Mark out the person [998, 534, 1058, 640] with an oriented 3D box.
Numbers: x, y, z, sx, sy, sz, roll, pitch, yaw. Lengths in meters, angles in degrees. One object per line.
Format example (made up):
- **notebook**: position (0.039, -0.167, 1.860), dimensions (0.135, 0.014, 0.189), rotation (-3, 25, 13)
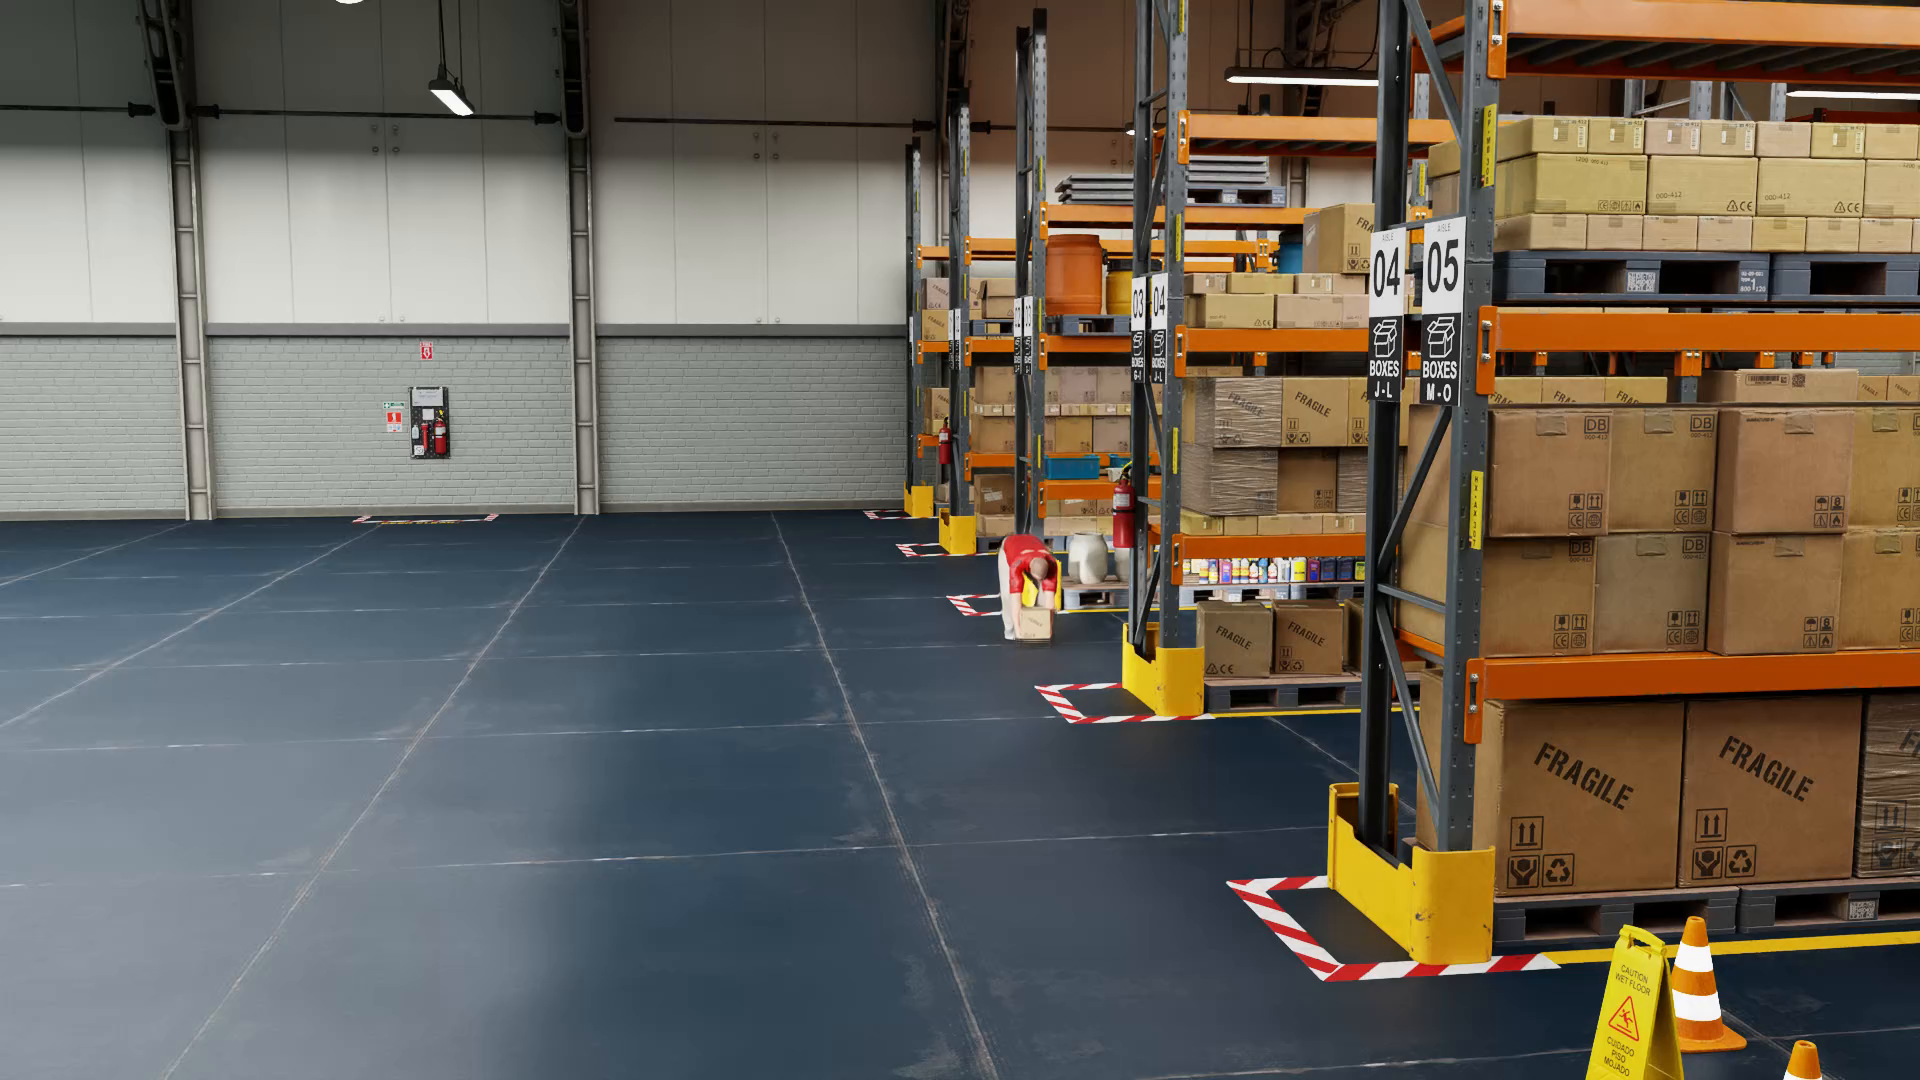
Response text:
- **person**: position (0.640, 0.446, 15.255), dimensions (0.524, 0.962, 0.957), rotation (-1, 7, -12)
